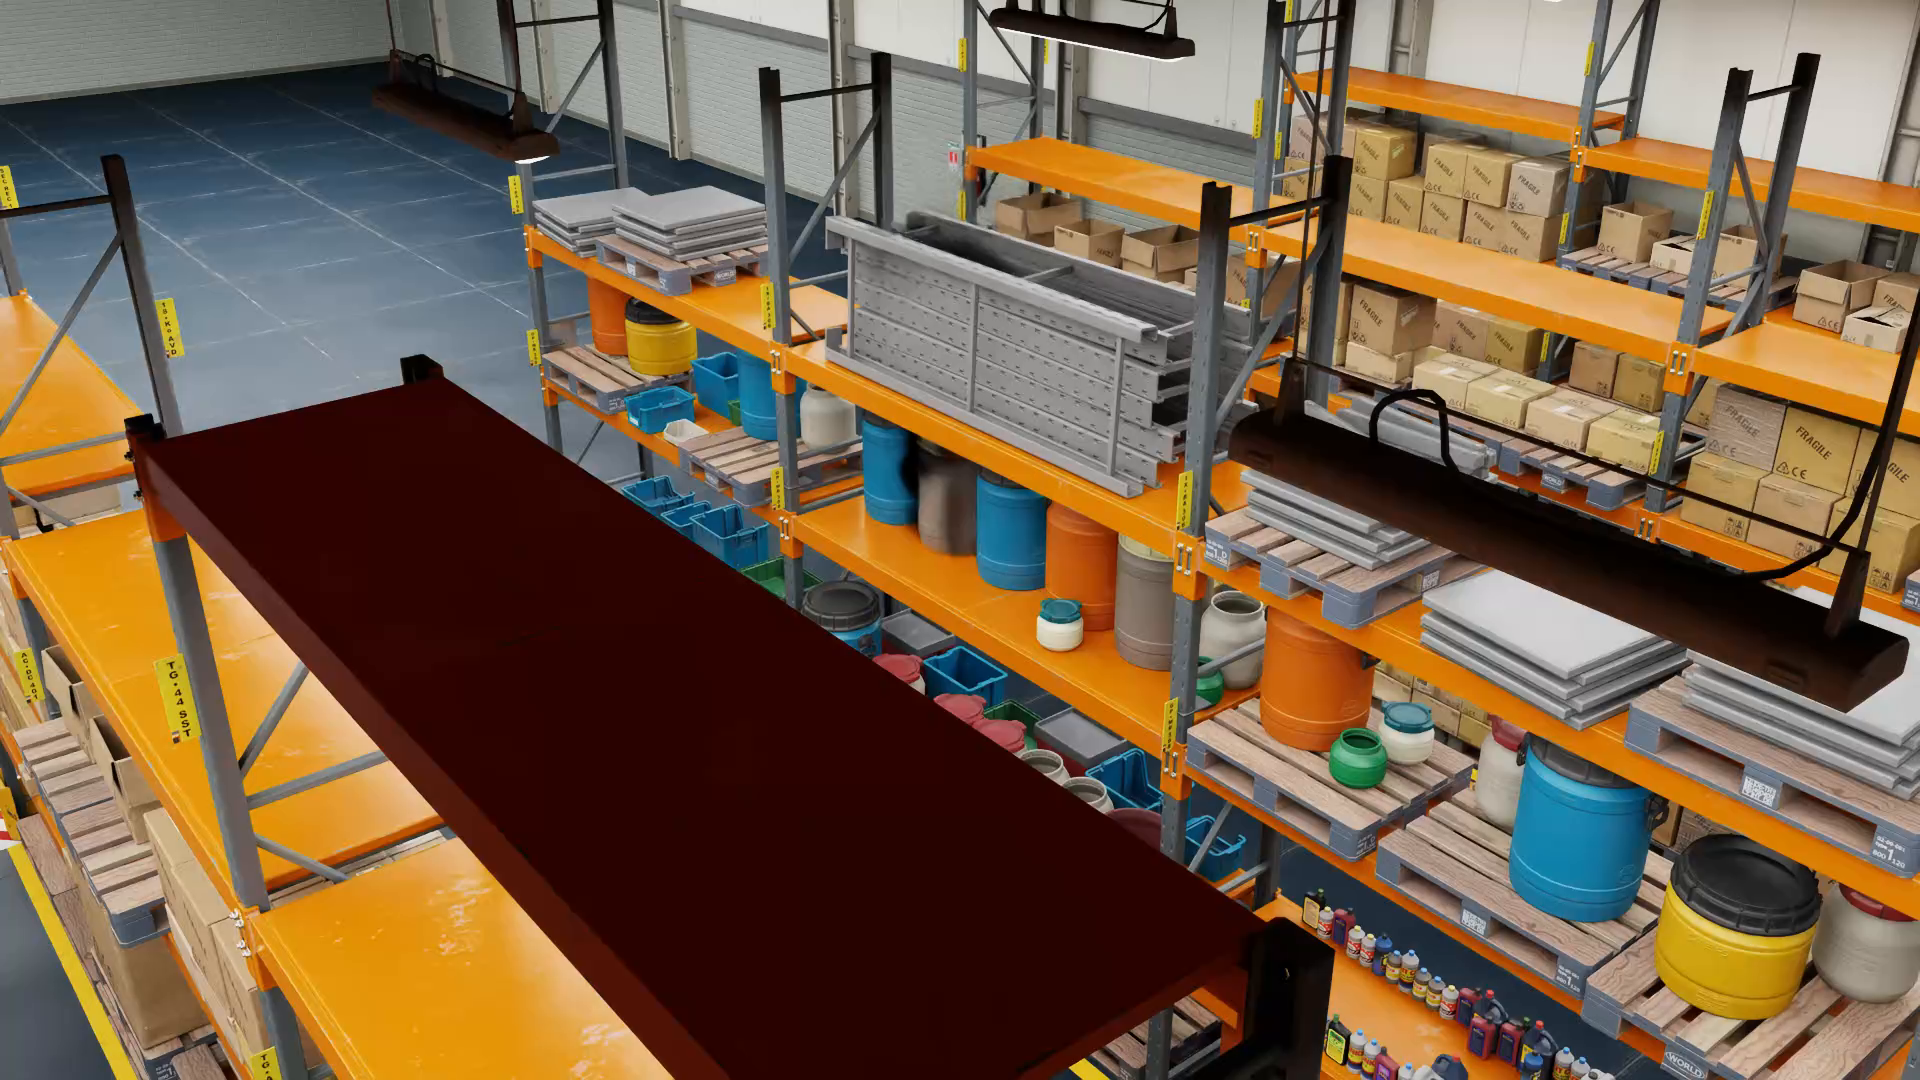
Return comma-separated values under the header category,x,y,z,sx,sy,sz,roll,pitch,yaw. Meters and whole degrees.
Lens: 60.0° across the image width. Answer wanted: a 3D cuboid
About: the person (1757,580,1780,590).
category,x,y,z,sx,sy,sz,roll,pitch,yaw
person,7.014,0.879,14.546,0.926,1.656,0.562,19,32,34
